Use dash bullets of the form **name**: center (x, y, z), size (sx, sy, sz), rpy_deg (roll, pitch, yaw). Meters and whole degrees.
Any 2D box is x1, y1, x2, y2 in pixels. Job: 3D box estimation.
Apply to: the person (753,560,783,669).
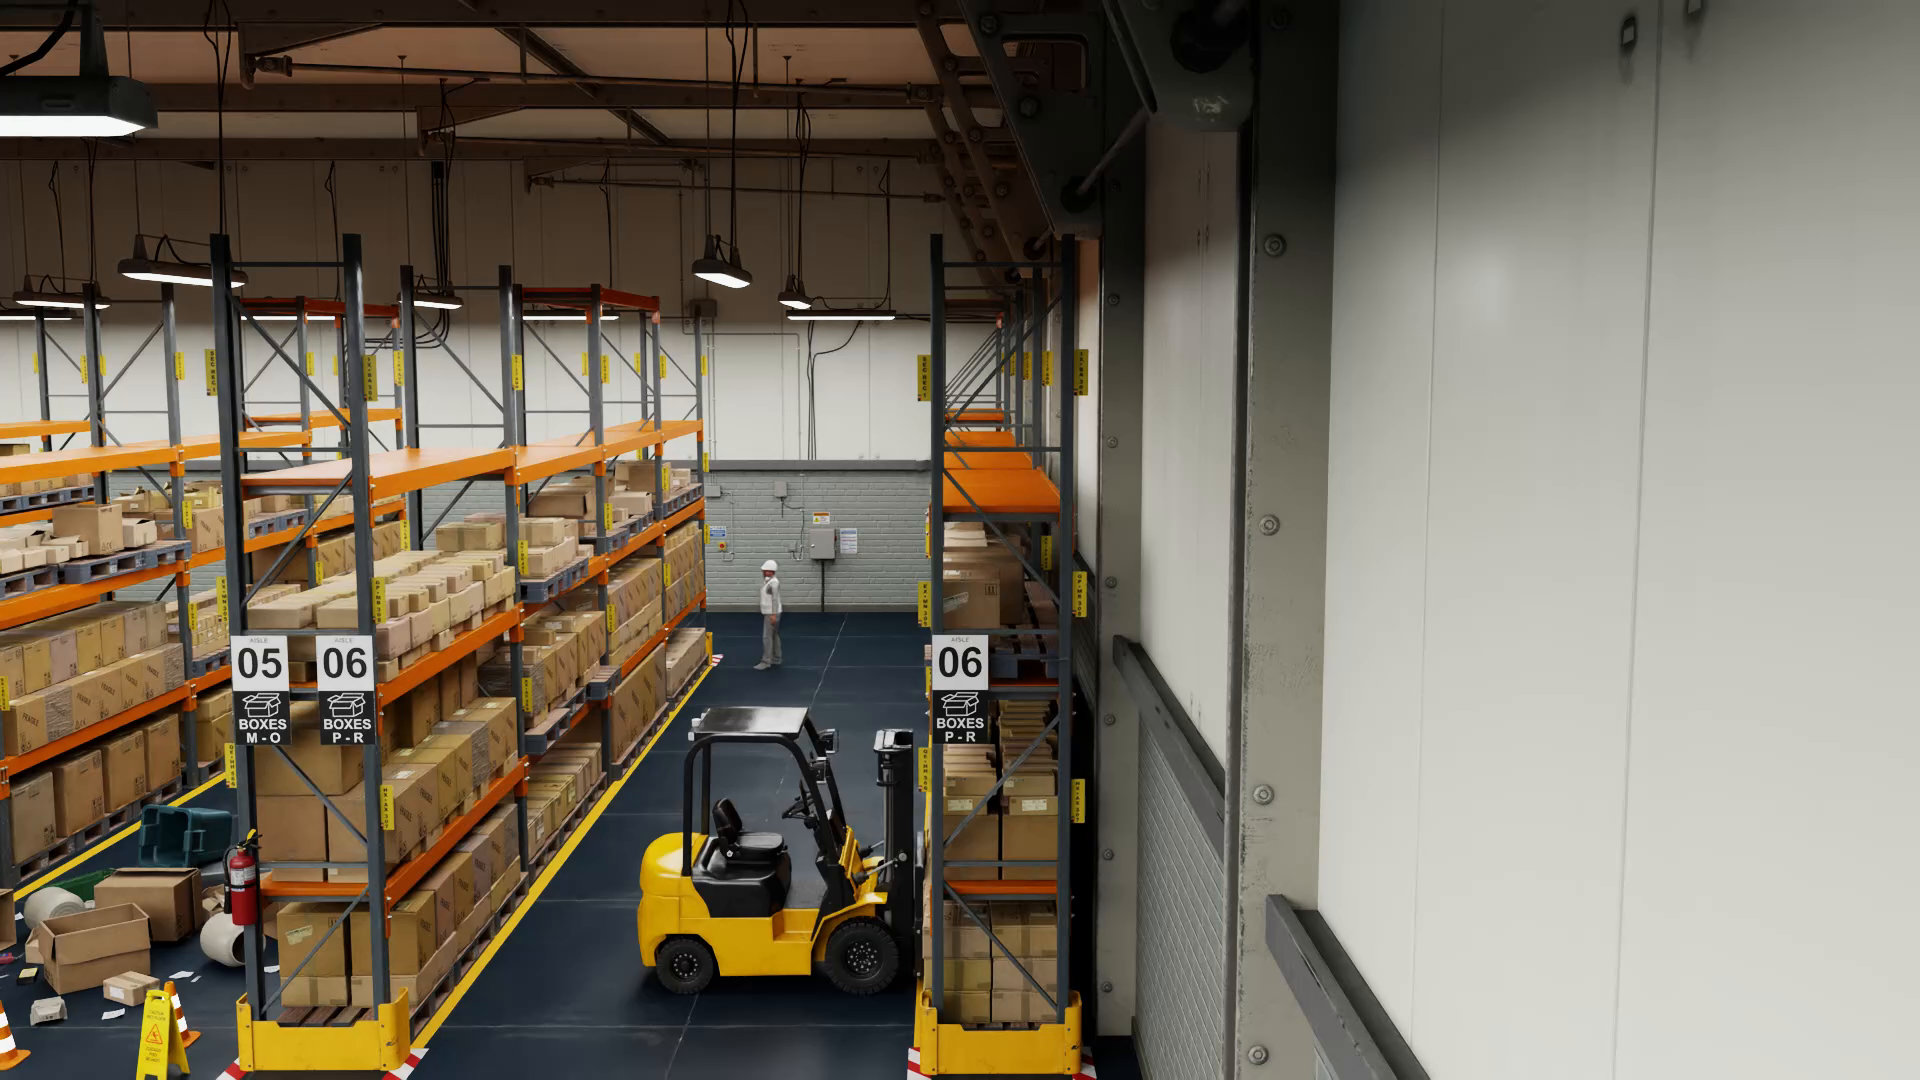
- **person**: center (-3.219, 1.226, 27.774), size (0.499, 1.788, 0.594), rpy_deg (-1, 6, -9)
